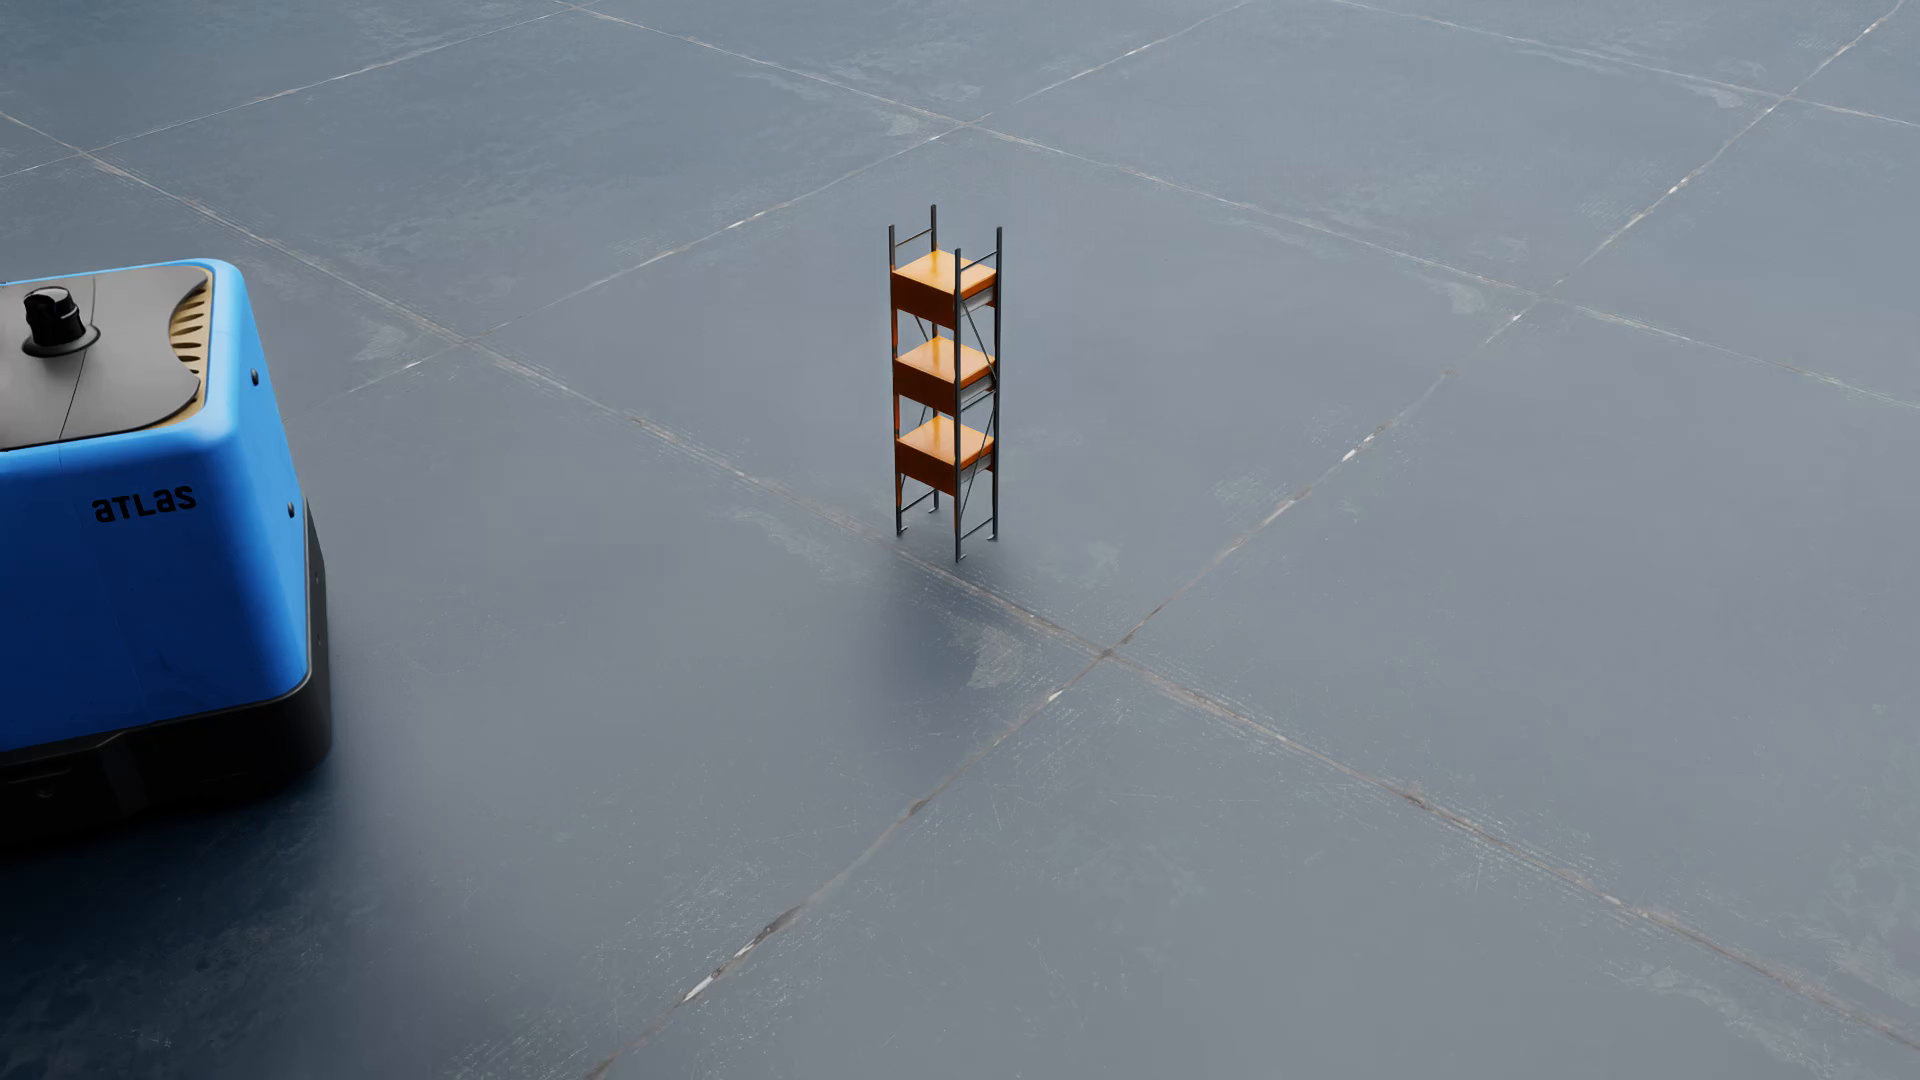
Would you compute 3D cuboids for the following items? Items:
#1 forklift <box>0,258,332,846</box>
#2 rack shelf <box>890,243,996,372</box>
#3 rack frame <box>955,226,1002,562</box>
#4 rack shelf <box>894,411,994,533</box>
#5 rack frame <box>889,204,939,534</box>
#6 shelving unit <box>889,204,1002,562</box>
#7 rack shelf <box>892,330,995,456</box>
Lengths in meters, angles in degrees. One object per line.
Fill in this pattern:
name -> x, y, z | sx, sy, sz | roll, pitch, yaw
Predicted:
forklift -> -3.215, -0.572, 3.494 | 3.031, 2.935, 1.130 | -11, 36, -15
rack shelf -> -0.041, -0.677, 4.826 | 0.240, 0.259, 0.215 | 25, 42, 32
rack frame -> 0.053, -0.408, 4.917 | 0.008, 1.050, 0.200 | 25, 42, 32
rack shelf -> -0.041, -0.214, 5.144 | 0.240, 0.259, 0.215 | 25, 42, 32
rack frame -> -0.135, -0.496, 5.045 | 0.008, 1.050, 0.200 | 25, 42, 32
shelving unit -> -0.041, -0.452, 4.981 | 0.252, 1.050, 0.215 | 25, 42, 32
rack shelf -> -0.041, -0.443, 4.987 | 0.240, 0.259, 0.215 | 25, 42, 32
